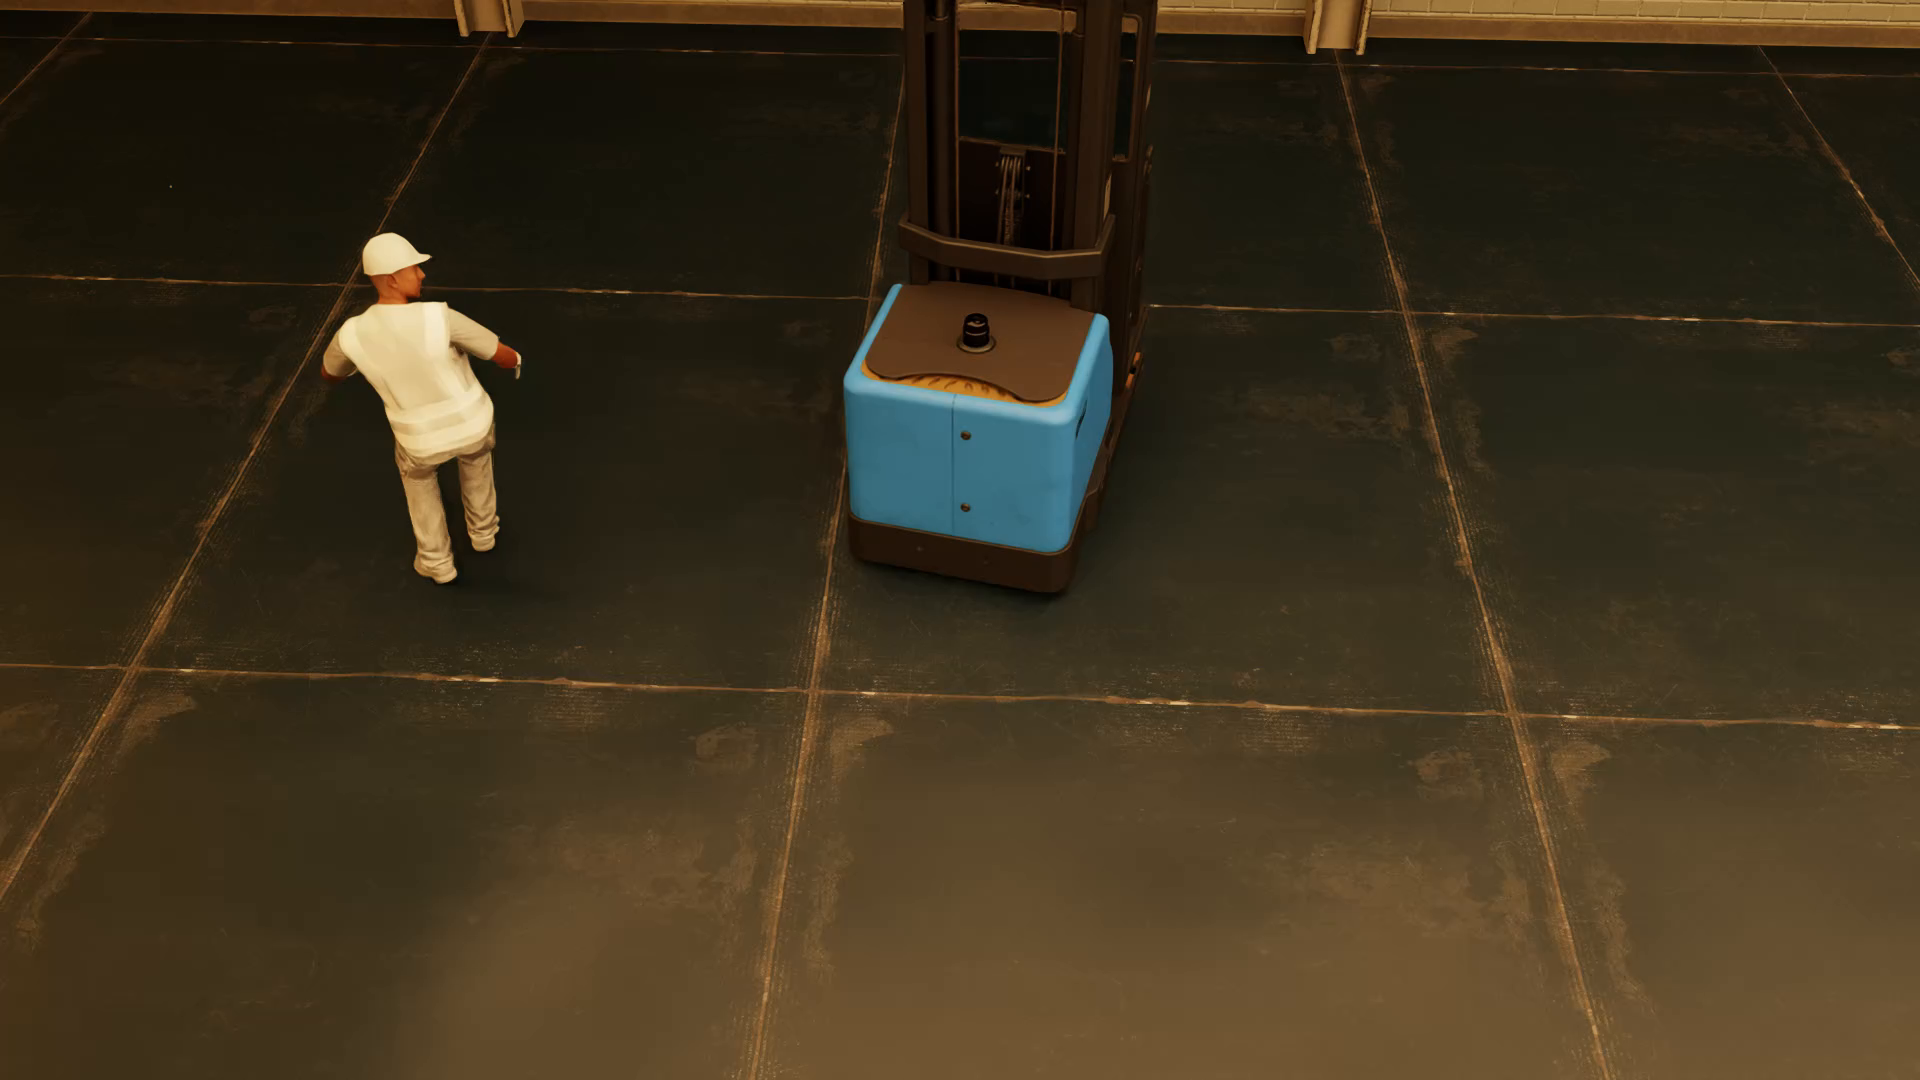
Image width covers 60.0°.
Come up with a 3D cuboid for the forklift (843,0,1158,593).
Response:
[{"bbox_3d":[0.357,-1.849,7.767,1.130,2.935,3.031,10,43,11],"label":"forklift"}]

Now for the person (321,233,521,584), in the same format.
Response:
[{"bbox_3d":[-2.330,-0.611,7.344,0.822,1.704,0.721,-12,44,-12],"label":"person"}]
